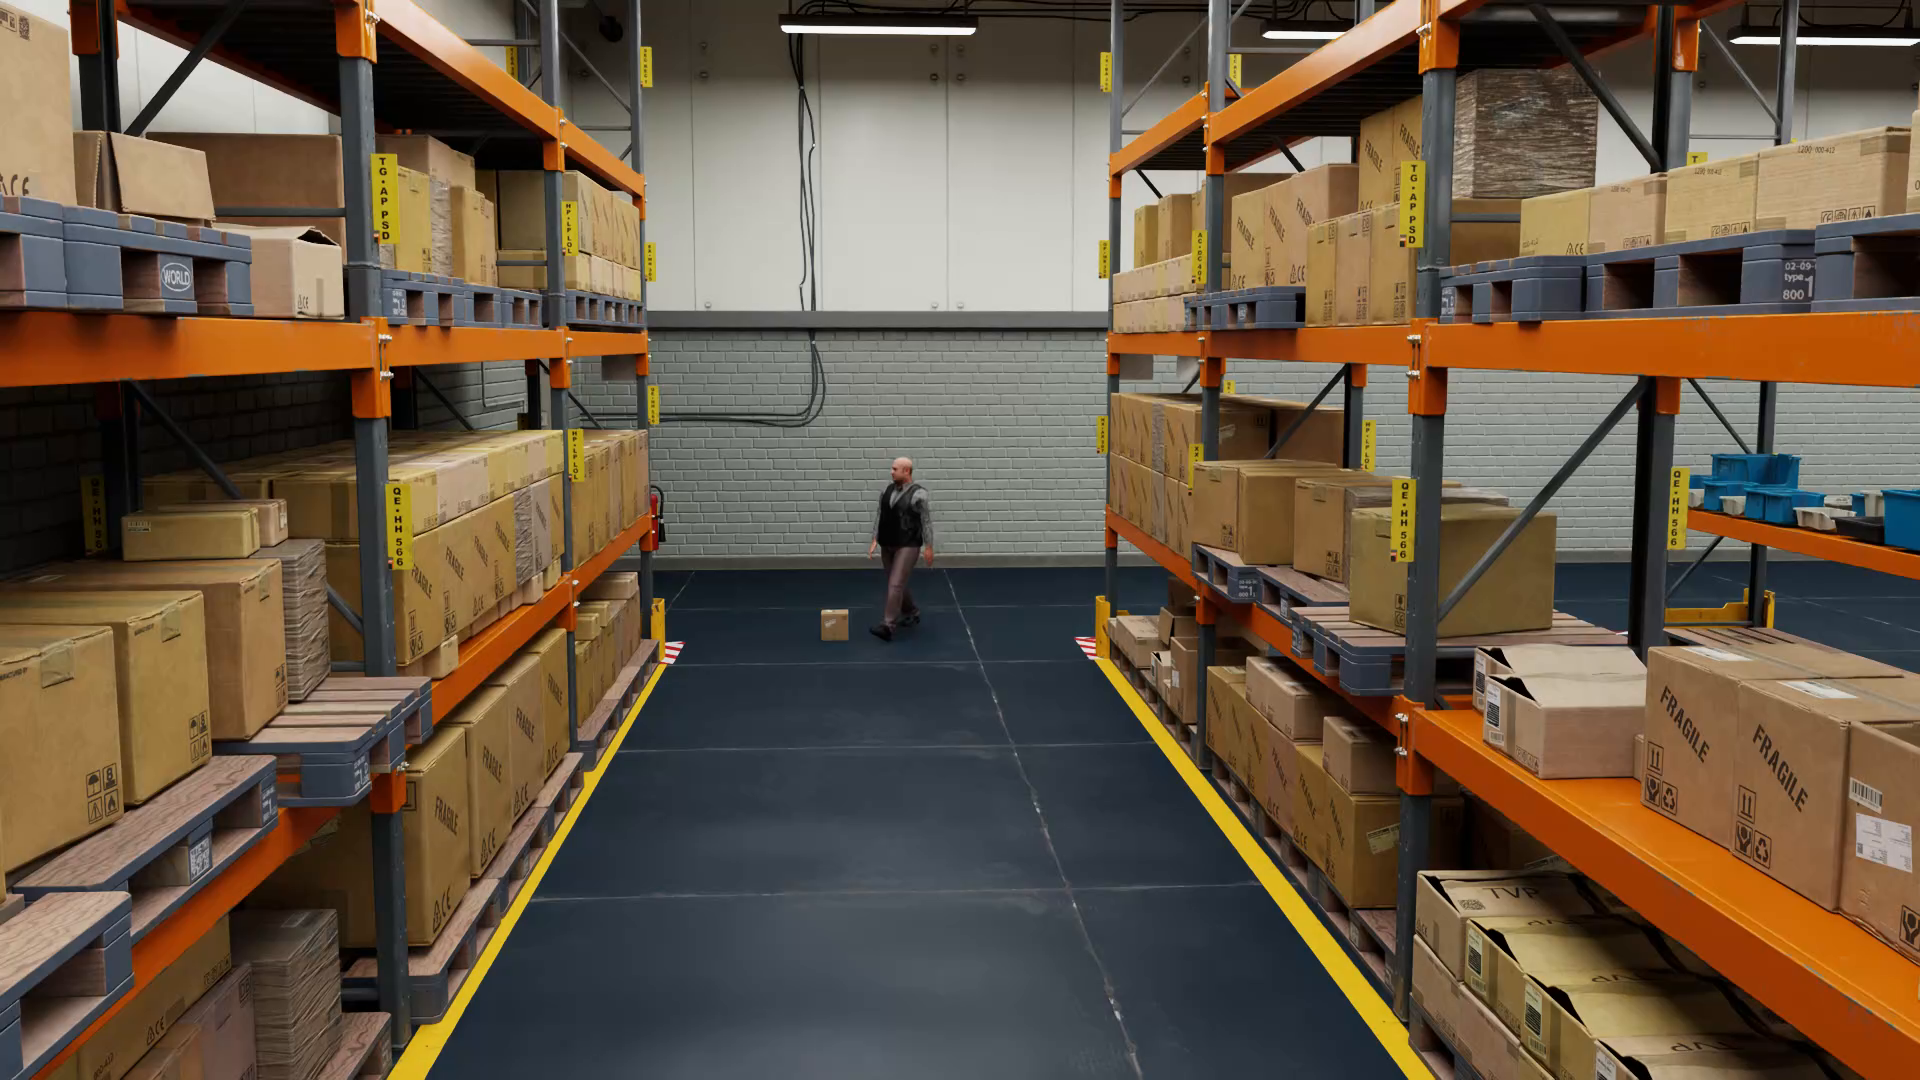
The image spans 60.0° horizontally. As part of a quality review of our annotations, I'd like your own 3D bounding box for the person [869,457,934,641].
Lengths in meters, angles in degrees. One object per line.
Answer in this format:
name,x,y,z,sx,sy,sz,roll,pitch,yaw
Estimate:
person,-0.611,0.066,15.435,0.559,1.663,1.046,5,9,38
